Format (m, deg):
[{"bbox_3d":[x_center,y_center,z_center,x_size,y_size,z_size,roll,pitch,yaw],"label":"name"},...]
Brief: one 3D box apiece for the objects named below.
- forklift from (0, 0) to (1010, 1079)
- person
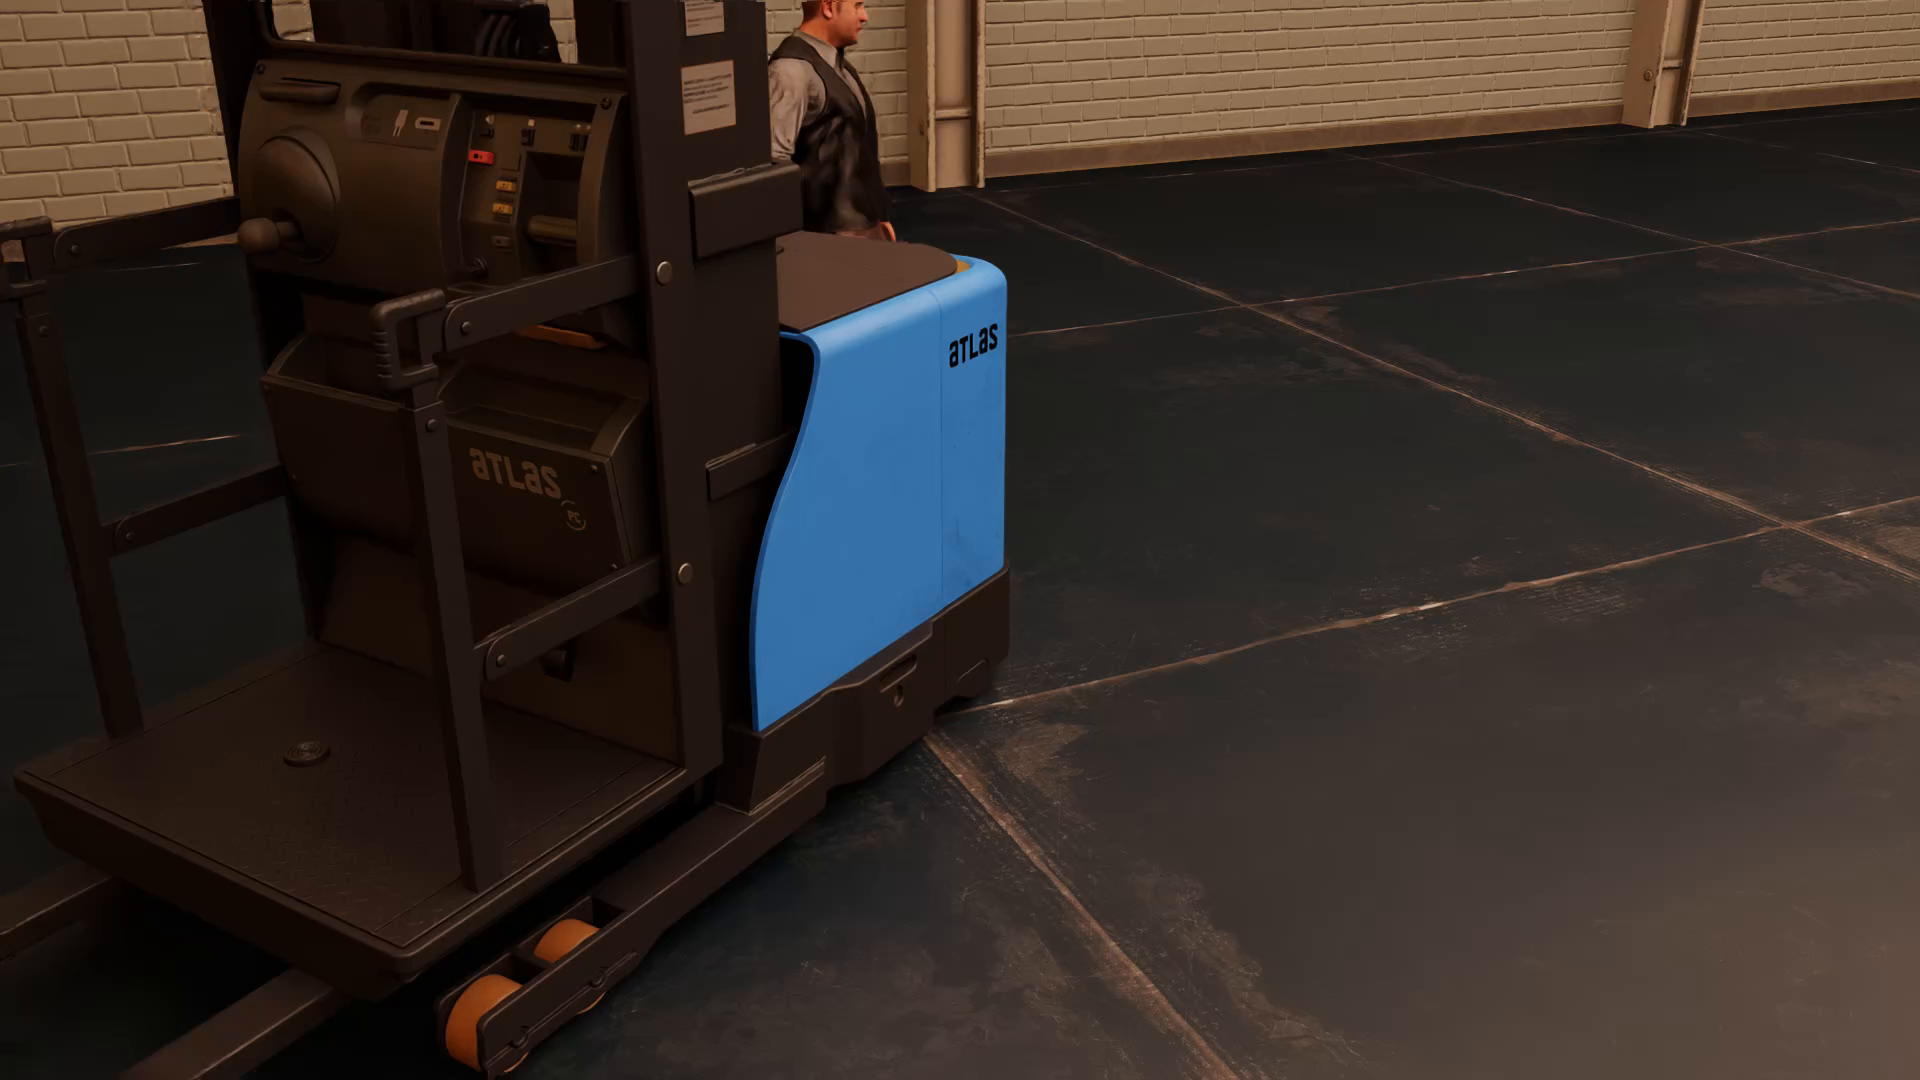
[{"bbox_3d":[-1.080,-0.633,2.809,1.130,2.935,3.031,13,26,29],"label":"forklift"},{"bbox_3d":[-0.443,-1.002,5.406,0.488,1.637,0.882,7,23,15],"label":"person"}]
